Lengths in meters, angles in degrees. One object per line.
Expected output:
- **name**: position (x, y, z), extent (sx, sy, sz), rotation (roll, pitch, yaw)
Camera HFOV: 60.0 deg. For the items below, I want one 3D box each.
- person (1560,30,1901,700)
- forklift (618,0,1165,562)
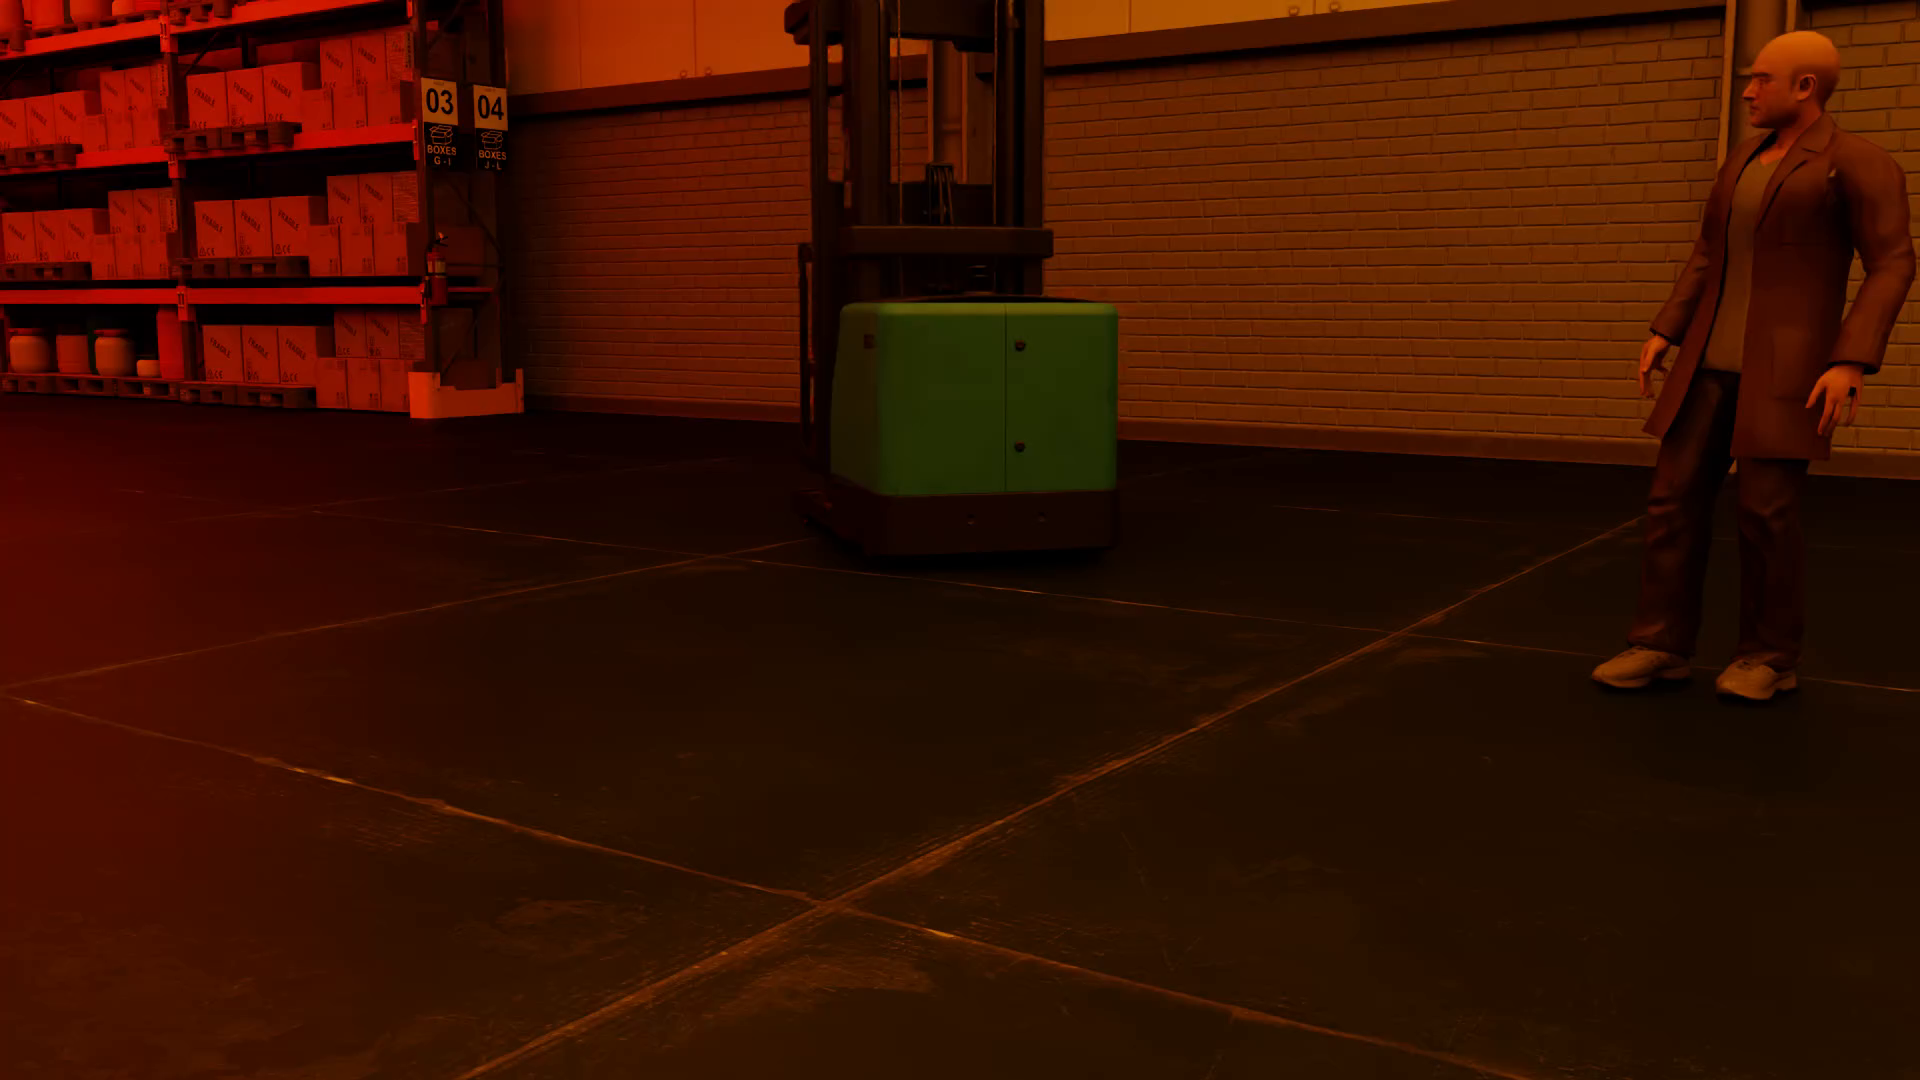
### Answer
- **person**: position (2.080, -0.460, 4.485), extent (0.582, 1.780, 0.705), rotation (-4, 9, -26)
- **forklift**: position (-0.503, -1.515, 7.844), extent (3.031, 2.935, 1.130), rotation (8, 11, 44)
